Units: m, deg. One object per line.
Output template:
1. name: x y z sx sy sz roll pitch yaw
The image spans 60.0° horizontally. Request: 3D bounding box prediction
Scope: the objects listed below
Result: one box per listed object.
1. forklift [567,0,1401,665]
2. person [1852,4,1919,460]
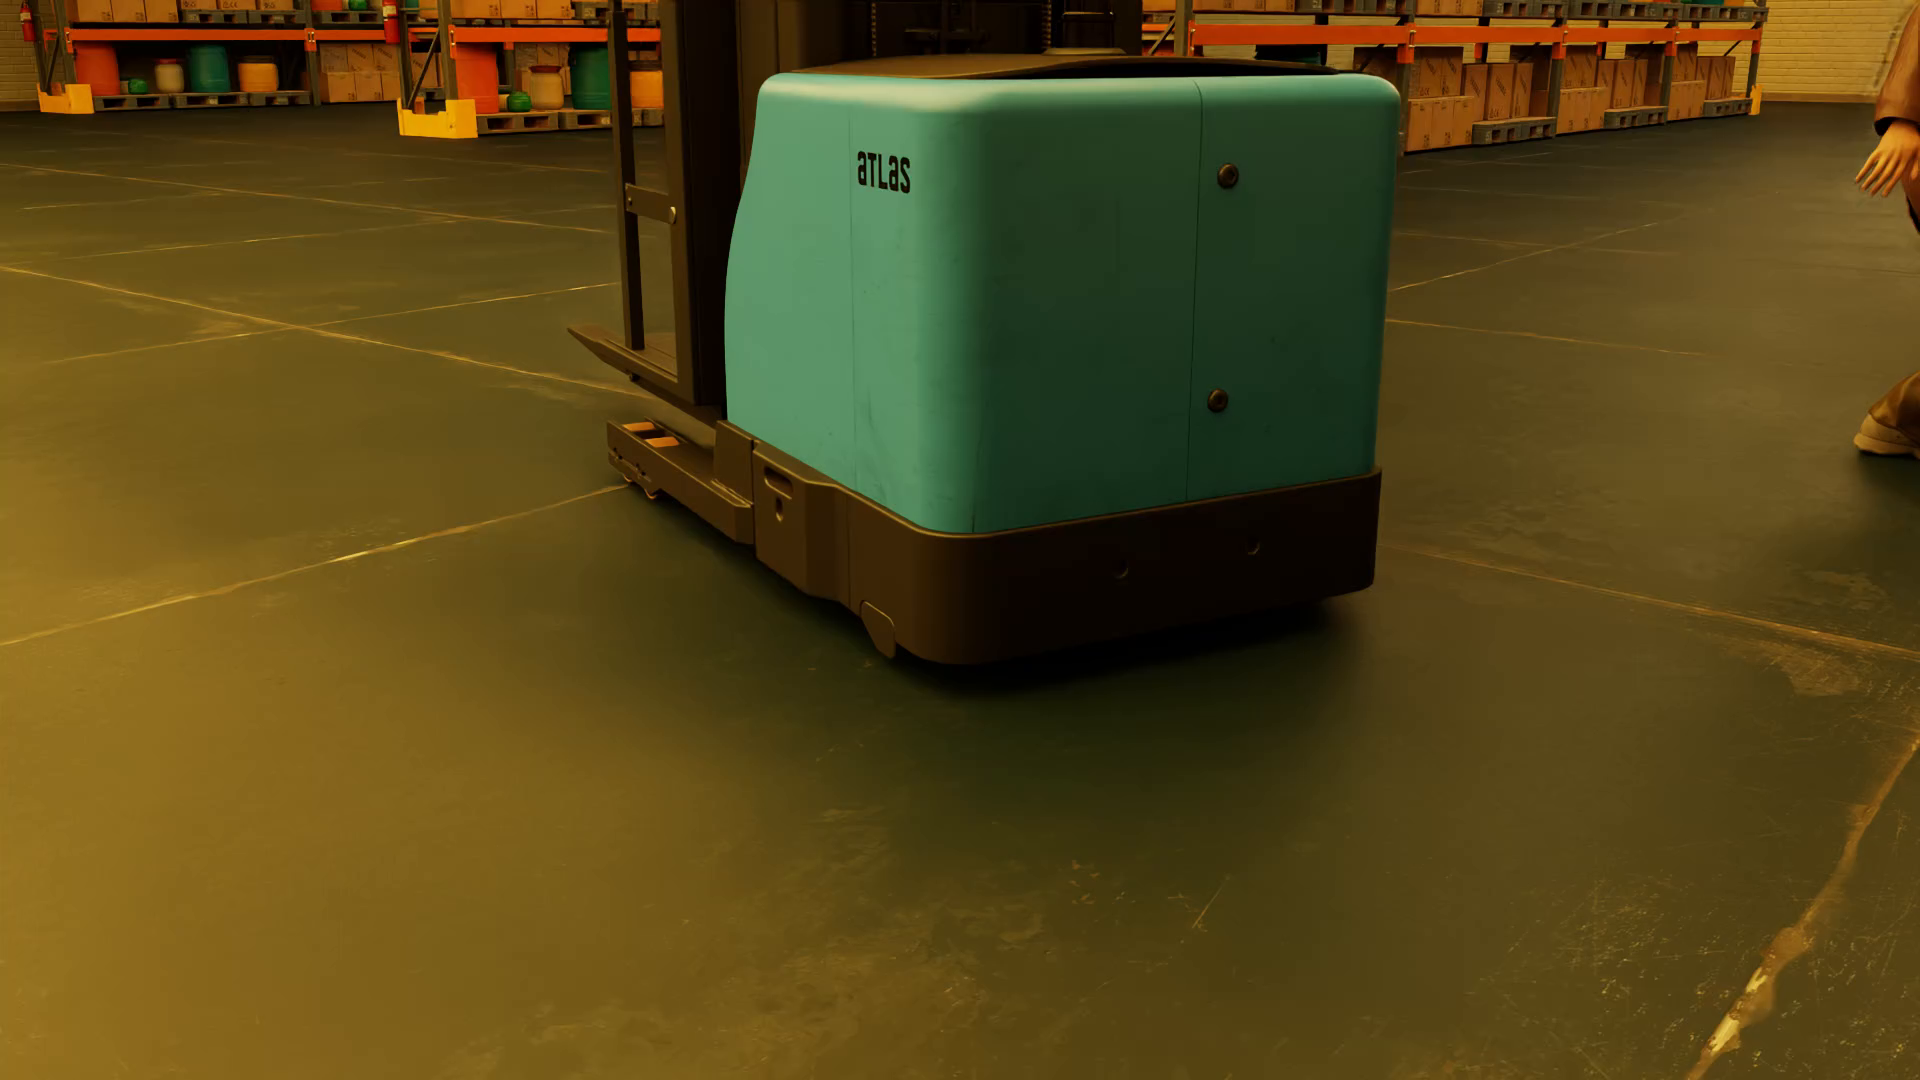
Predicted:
1. forklift: -0.288 -1.559 4.031 1.130 2.935 3.031 -9 19 -27
2. person: 2.823 -0.910 4.243 0.818 1.599 0.804 13 21 37
